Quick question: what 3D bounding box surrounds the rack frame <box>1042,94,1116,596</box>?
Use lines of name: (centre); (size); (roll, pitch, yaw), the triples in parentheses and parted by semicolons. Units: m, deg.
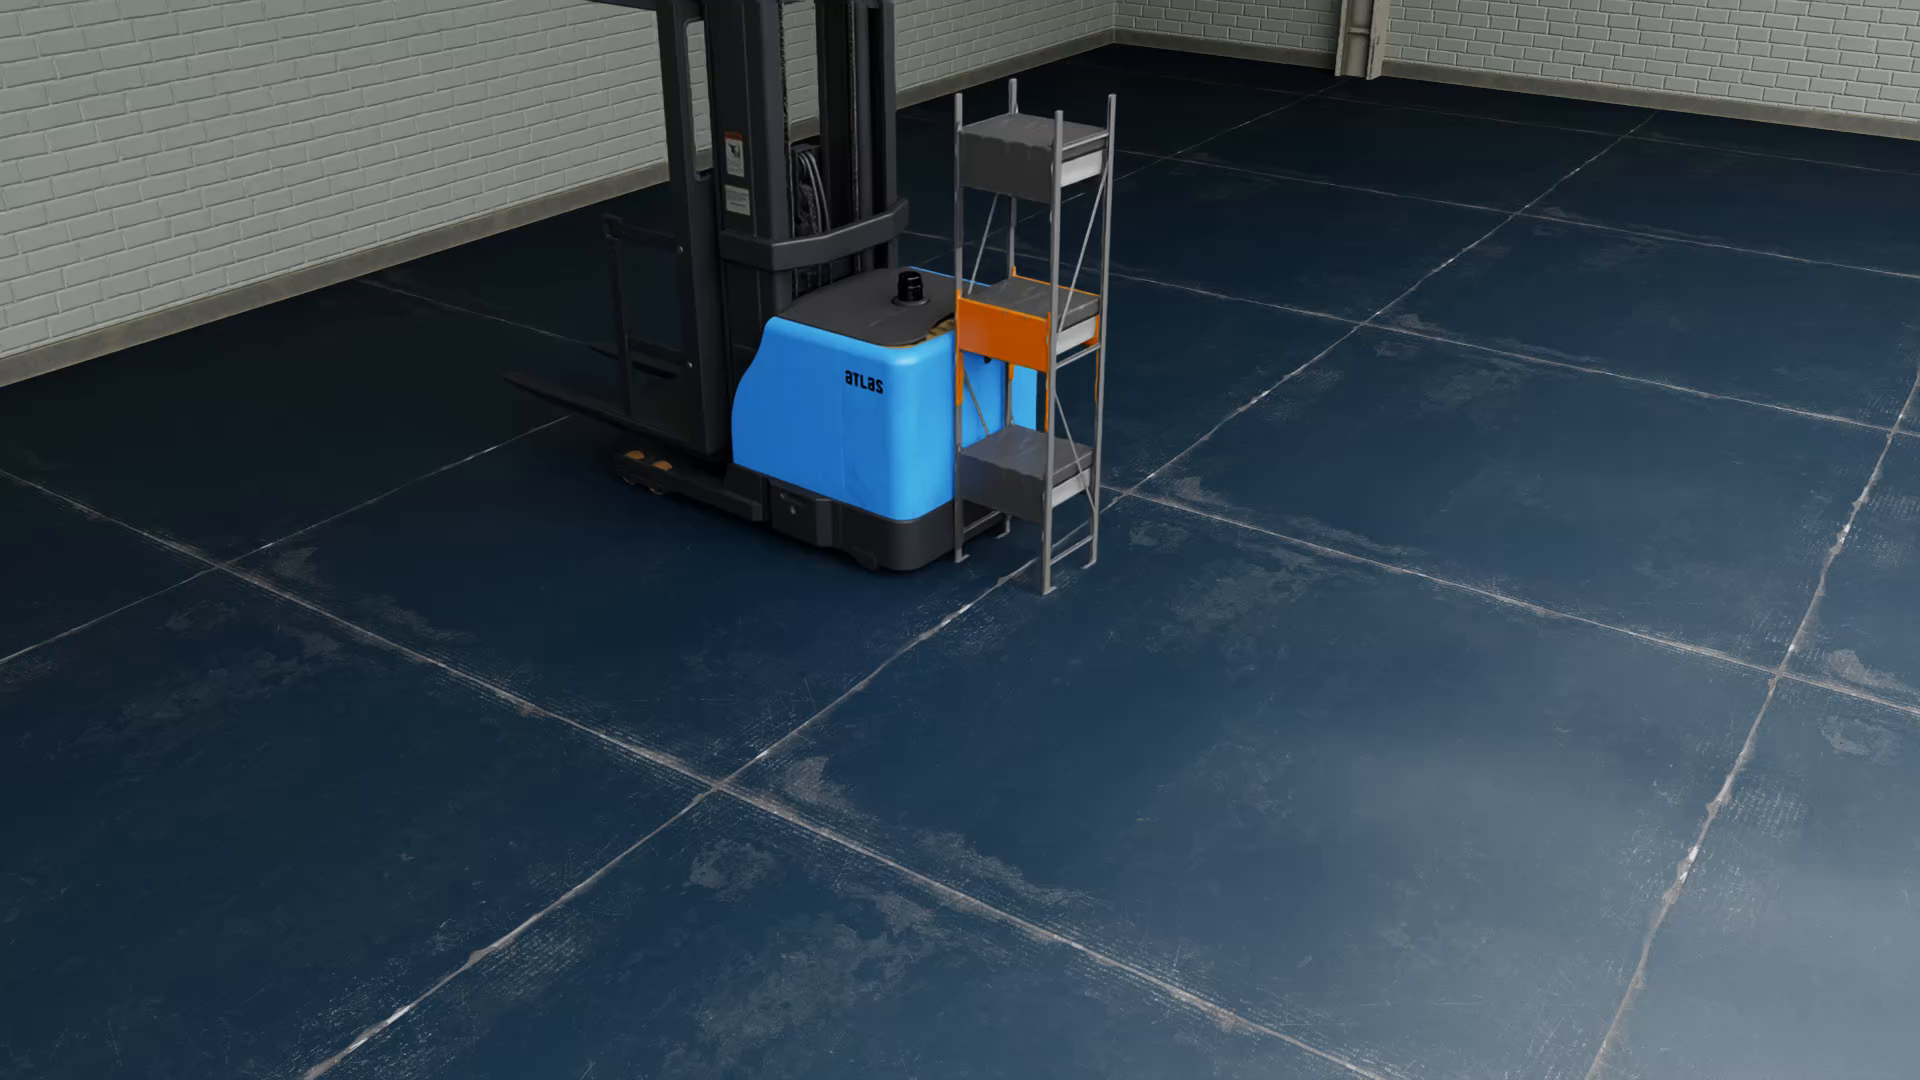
rack frame: (0.489, -0.763, 6.933); (0.015, 2.100, 0.400); (20, 33, 33)

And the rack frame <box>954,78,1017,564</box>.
rack frame: (0.105, -0.899, 7.202); (0.015, 2.100, 0.400); (20, 33, 33)

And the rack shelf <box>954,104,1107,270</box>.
rack shelf: (0.297, -1.443, 6.756); (0.480, 0.518, 0.431); (20, 33, 33)

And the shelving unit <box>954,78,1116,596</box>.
shelving unit: (0.297, -0.831, 7.068); (0.503, 2.100, 0.431); (20, 33, 33)

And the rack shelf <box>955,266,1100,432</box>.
rack shelf: (0.297, -0.819, 7.074); (0.480, 0.518, 0.431); (20, 33, 33)

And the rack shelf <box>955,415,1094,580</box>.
rack shelf: (0.297, -0.195, 7.391); (0.480, 0.518, 0.431); (20, 33, 33)

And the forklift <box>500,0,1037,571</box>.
forklift: (-1.099, -1.698, 7.854); (3.031, 2.935, 1.130); (20, 33, 33)

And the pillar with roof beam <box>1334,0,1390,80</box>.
pillar with roof beam: (1.679, -7.210, 11.996); (0.400, 9.000, 9.100); (17, 32, 30)
